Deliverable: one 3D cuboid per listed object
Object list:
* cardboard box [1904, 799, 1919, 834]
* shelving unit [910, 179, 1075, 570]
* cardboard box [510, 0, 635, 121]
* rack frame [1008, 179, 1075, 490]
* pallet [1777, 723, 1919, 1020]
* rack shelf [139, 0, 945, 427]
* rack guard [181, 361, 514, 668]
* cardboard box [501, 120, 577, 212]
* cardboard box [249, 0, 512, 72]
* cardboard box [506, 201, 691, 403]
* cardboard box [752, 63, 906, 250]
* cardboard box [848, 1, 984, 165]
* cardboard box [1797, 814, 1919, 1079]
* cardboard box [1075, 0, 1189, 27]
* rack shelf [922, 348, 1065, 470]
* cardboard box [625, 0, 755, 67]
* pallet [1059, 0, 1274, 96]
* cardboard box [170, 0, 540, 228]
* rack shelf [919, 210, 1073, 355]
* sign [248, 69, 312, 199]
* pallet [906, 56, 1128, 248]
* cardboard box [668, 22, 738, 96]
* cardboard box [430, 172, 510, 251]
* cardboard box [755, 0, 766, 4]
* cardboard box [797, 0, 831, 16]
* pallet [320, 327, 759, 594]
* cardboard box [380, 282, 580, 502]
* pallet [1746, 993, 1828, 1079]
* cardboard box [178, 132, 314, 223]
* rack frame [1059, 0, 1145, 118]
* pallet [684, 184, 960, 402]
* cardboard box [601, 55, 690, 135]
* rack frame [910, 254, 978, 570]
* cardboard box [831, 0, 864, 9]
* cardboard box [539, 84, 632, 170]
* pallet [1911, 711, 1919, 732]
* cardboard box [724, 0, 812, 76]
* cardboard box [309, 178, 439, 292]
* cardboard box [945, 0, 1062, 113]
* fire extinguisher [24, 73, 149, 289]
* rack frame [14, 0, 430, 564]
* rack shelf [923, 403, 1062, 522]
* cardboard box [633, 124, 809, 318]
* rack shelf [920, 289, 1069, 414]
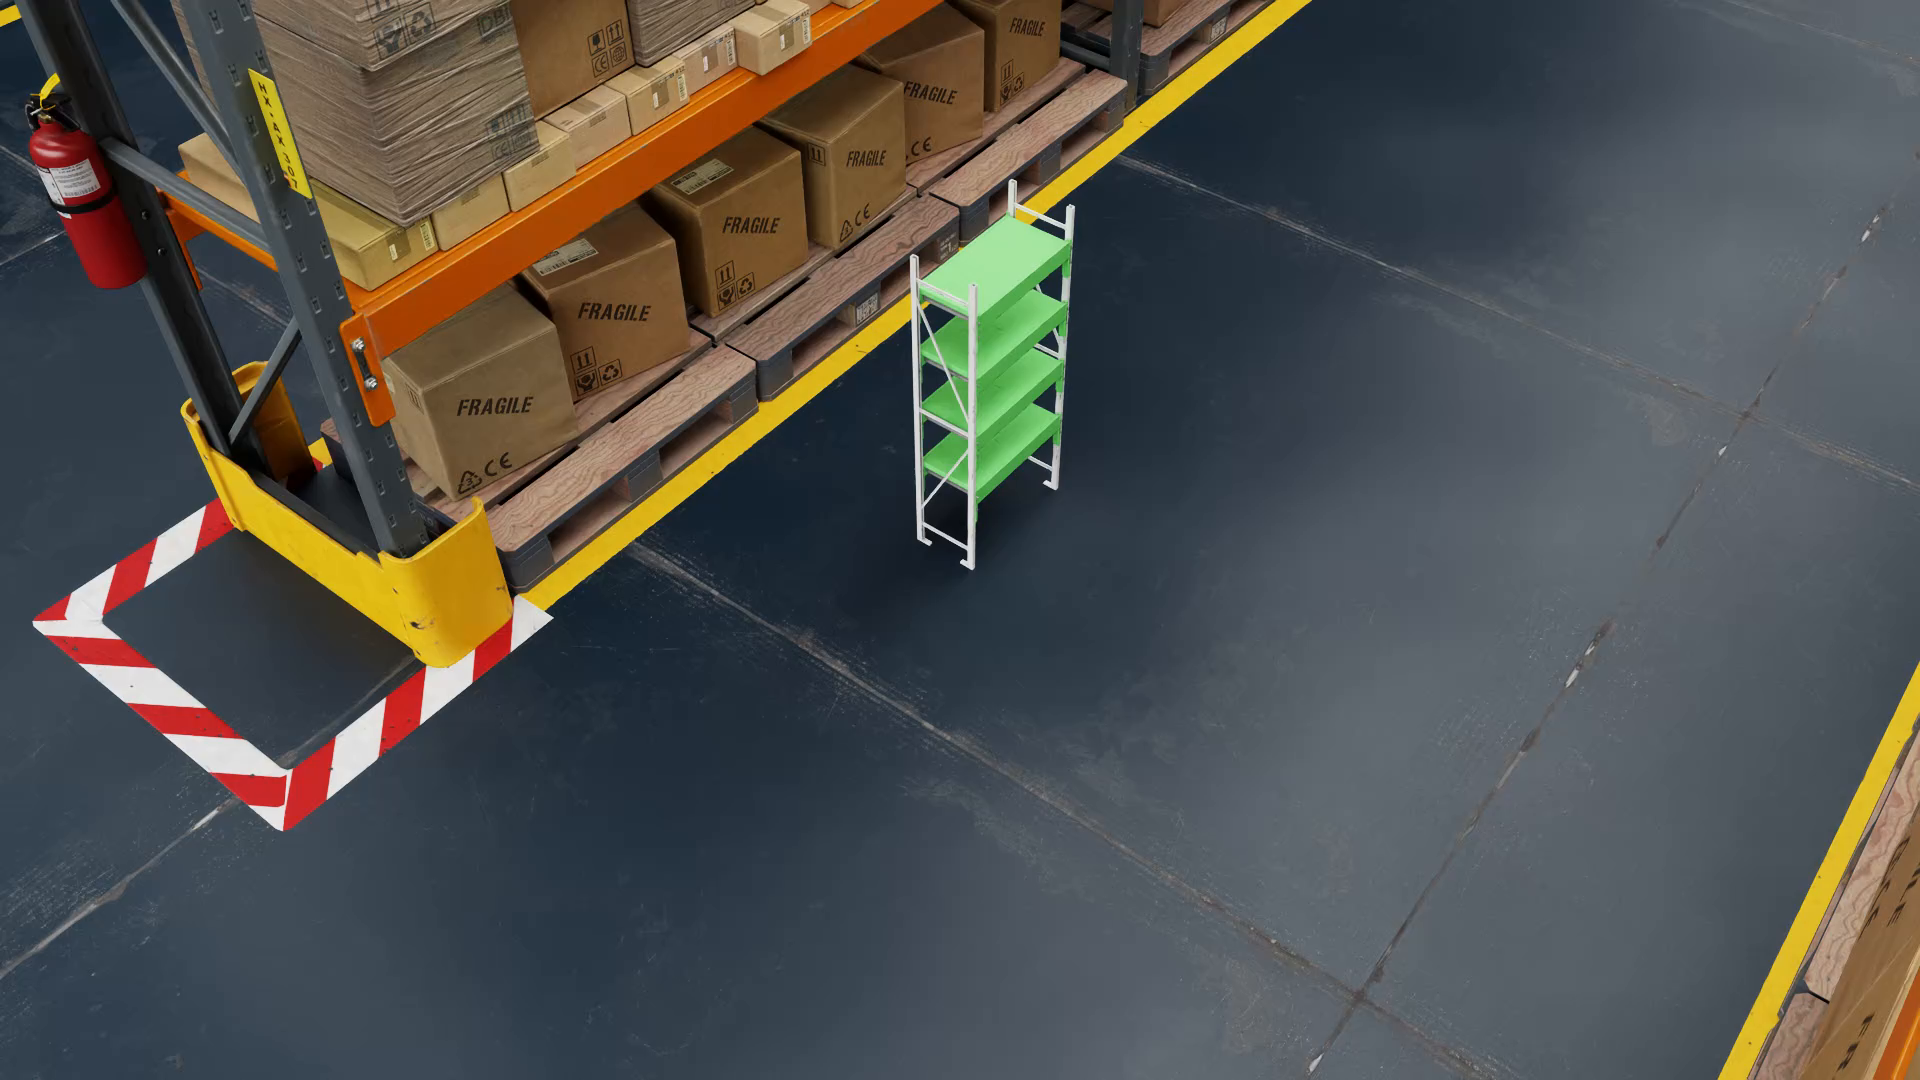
[{"bbox_3d":[3.252,0.480,4.396,0.875,0.875,0.875,30,53,25],"label":"cardboard box"},{"bbox_3d":[0.101,-0.509,5.407,0.258,1.200,0.503,29,53,25],"label":"shelving unit"},{"bbox_3d":[-1.500,-1.696,5.021,0.875,0.500,0.500,29,53,25],"label":"cardboard box"},{"bbox_3d":[0.250,-0.649,5.540,0.240,1.200,0.015,29,53,25],"label":"rack frame"},{"bbox_3d":[2.967,1.109,4.544,1.003,0.211,1.213,29,53,25],"label":"pallet"},{"bbox_3d":[-0.846,-1.813,5.905,1.077,0.370,4.000,29,53,25],"label":"rack shelf"},{"bbox_3d":[-2.023,-0.097,5.497,1.175,0.500,0.348,29,53,25],"label":"rack guard"},{"bbox_3d":[-1.373,-1.159,4.957,0.380,0.149,0.250,29,53,25],"label":"cardboard box"},{"bbox_3d":[-1.517,-1.594,4.232,0.500,0.500,0.500,29,53,25],"label":"cardboard box"},{"bbox_3d":[-1.336,-0.906,5.979,0.500,0.500,0.500,-29,53,-25],"label":"cardboard box"},{"bbox_3d":[-0.561,-1.555,6.600,0.500,0.500,0.500,25,51,22],"label":"cardboard box"},{"bbox_3d":[-0.244,-1.945,6.972,0.500,0.500,0.500,-26,52,-23],"label":"cardboard box"},{"bbox_3d":[2.693,1.001,3.899,0.875,0.875,0.875,28,53,24],"label":"cardboard box"},{"bbox_3d":[0.769,-2.836,7.810,0.700,0.500,0.500,25,51,22],"label":"cardboard box"},{"bbox_3d":[0.101,-0.465,5.453,0.258,0.148,0.480,29,53,25],"label":"rack shelf"},{"bbox_3d":[-1.160,-1.963,5.276,0.875,0.500,0.500,29,53,25],"label":"cardboard box"},{"bbox_3d":[0.851,-2.689,8.173,1.003,0.211,1.213,29,53,25],"label":"pallet"},{"bbox_3d":[-1.711,-1.357,4.697,0.875,0.500,0.500,29,53,25],"label":"cardboard box"},{"bbox_3d":[0.101,-0.797,5.106,0.258,0.148,0.480,29,53,25],"label":"rack shelf"},{"bbox_3d":[-1.640,-0.977,4.010,0.100,0.325,0.005,29,53,25],"label":"sign"},{"bbox_3d":[-0.006,-1.843,7.365,1.003,0.211,1.213,29,53,25],"label":"pallet"},{"bbox_3d":[-0.947,-1.606,5.384,0.380,0.149,0.250,29,53,25],"label":"cardboard box"},{"bbox_3d":[-1.538,-1.023,4.826,0.380,0.149,0.250,29,53,25],"label":"cardboard box"},{"bbox_3d":[-0.845,-2.244,5.545,0.875,0.500,0.500,29,53,25],"label":"cardboard box"},{"bbox_3d":[-0.664,-1.905,5.669,0.380,0.149,0.250,29,53,25],"label":"cardboard box"},{"bbox_3d":[-1.498,-0.447,6.031,1.003,0.211,1.213,29,53,25],"label":"pallet"},{"bbox_3d":[-1.674,-0.549,5.638,0.500,0.500,0.500,-33,54,-27],"label":"cardboard box"},{"bbox_3d":[2.221,1.804,3.880,1.003,0.211,1.213,29,53,25],"label":"pallet"},{"bbox_3d":[-2.058,-1.085,4.886,0.380,0.149,0.250,29,53,25],"label":"cardboard box"},{"bbox_3d":[0.377,-3.206,6.738,1.000,3.000,0.127,29,53,25],"label":"rack frame"},{"bbox_3d":[-0.752,-1.142,6.695,1.003,0.211,1.213,29,53,25],"label":"pallet"},{"bbox_3d":[-1.079,-1.451,5.236,0.380,0.149,0.250,29,53,25],"label":"cardboard box"},{"bbox_3d":[-0.048,-0.370,5.273,0.240,1.200,0.015,29,53,25],"label":"rack frame"},{"bbox_3d":[-0.451,-2.015,5.774,0.380,0.149,0.250,29,53,25],"label":"cardboard box"},{"bbox_3d":[-1.237,-1.311,5.102,0.380,0.149,0.250,29,53,25],"label":"cardboard box"},{"bbox_3d":[3.713,0.408,5.214,1.003,0.211,1.213,29,53,25],"label":"pallet"},{"bbox_3d":[-0.712,-1.704,5.477,0.380,0.149,0.250,29,53,25],"label":"cardboard box"},{"bbox_3d":[-1.706,-0.888,4.698,0.380,0.149,0.250,29,53,25],"label":"cardboard box"},{"bbox_3d":[0.100,-2.277,7.289,0.500,0.500,0.500,28,52,24],"label":"cardboard box"},{"bbox_3d":[-2.504,-1.029,4.712,0.296,0.674,0.183,29,53,25],"label":"fire extinguisher"},{"bbox_3d":[-2.069,-0.917,4.552,1.000,3.000,0.127,29,53,25],"label":"rack frame"},{"bbox_3d":[0.101,-0.299,5.626,0.258,0.148,0.480,29,53,25],"label":"rack shelf"},{"bbox_3d":[-0.938,-1.256,6.314,0.500,0.500,0.500,34,55,28],"label":"cardboard box"},{"bbox_3d":[0.101,-0.631,5.279,0.258,0.148,0.480,29,53,25],"label":"rack shelf"}]
